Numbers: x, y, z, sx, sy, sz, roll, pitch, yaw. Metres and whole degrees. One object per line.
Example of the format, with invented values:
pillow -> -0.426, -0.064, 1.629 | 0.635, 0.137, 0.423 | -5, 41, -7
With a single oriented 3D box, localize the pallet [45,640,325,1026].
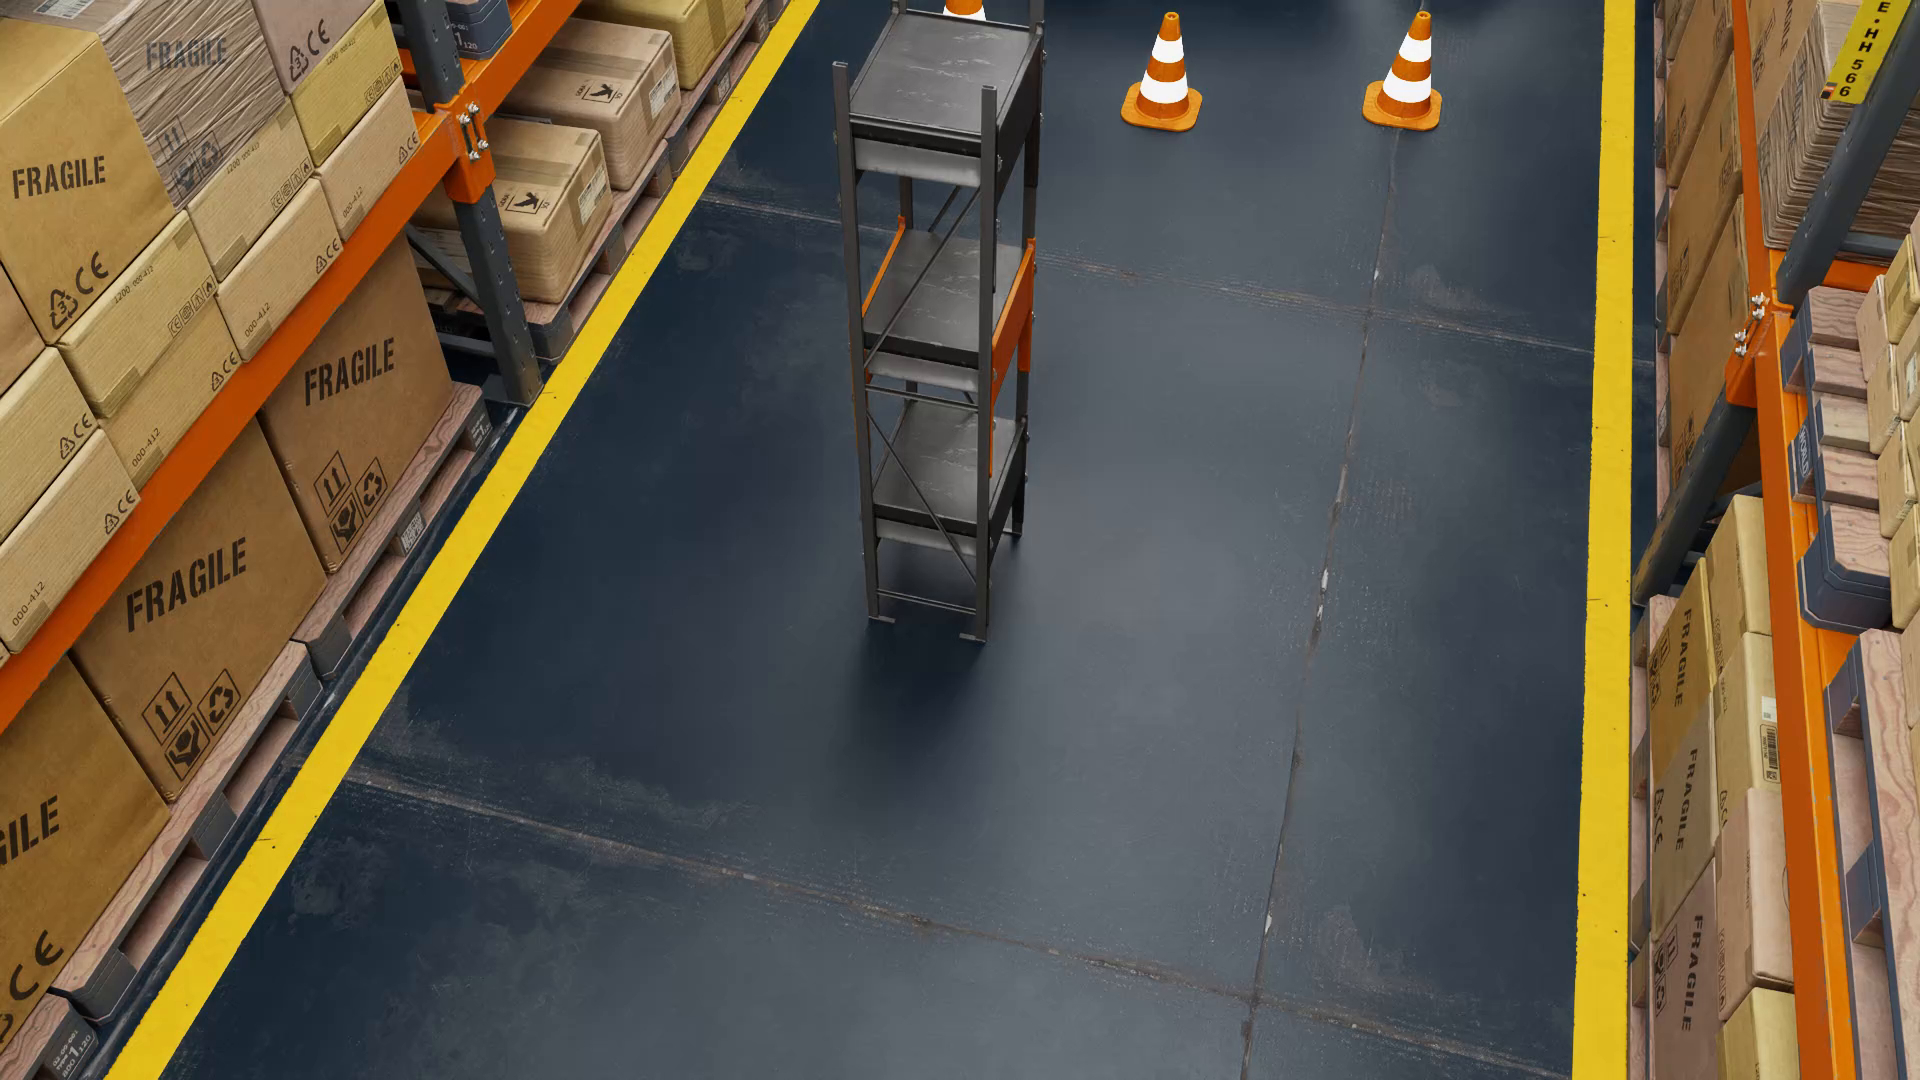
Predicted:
pallet -> -2.664, 0.738, 4.958 | 1.003, 0.211, 1.213 | 12, 50, 10

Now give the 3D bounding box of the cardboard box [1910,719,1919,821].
cardboard box -> 2.082, 0.471, 3.221 | 0.380, 0.149, 0.250 | 12, 50, 11

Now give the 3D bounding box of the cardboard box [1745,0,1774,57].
cardboard box -> 2.865, -1.850, 5.316 | 0.500, 0.500, 0.500 | 11, 49, 9

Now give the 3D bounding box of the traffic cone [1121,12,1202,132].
traffic cone -> 0.905, -2.094, 7.289 | 0.336, 0.463, 0.334 | 12, 50, 10

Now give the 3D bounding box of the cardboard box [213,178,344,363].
cardboard box -> -2.063, -0.781, 4.539 | 0.500, 0.250, 0.500 | 12, 50, 11

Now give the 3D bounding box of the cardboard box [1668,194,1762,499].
cardboard box -> 2.988, -0.534, 5.441 | 1.050, 0.750, 0.750 | 11, 49, 10

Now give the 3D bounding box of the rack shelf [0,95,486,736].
rack shelf -> -2.587, 0.064, 4.172 | 1.077, 0.370, 4.000 | 12, 50, 10

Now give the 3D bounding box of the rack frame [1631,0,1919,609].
rack frame -> 2.741, -0.716, 4.382 | 1.000, 3.000, 0.127 | 12, 50, 10

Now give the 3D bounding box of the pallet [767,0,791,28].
pallet -> -1.212, -3.027, 8.281 | 1.003, 0.211, 1.213 | 12, 50, 10

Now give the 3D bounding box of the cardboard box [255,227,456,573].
cardboard box -> -2.323, -0.573, 5.392 | 0.875, 0.875, 0.875 | 11, 50, 10

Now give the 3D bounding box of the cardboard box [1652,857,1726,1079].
cardboard box -> 2.049, 1.170, 4.104 | 0.500, 0.500, 0.500 | 10, 49, 9

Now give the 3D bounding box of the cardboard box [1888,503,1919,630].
cardboard box -> 2.218, 0.096, 3.552 | 0.380, 0.149, 0.250 | 14, 50, 12

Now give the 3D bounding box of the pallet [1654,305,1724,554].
pallet -> 3.021, -0.349, 5.917 | 1.003, 0.211, 1.213 | 12, 50, 10

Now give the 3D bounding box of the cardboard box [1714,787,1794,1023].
cardboard box -> 2.050, 0.897, 3.845 | 0.500, 0.250, 0.500 | 12, 50, 10

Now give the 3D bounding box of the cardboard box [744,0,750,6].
cardboard box -> -1.330, -2.882, 7.766 | 0.950, 0.372, 0.625 | 14, 50, 12

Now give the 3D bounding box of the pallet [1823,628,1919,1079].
pallet -> 2.260, 0.787, 3.183 | 1.003, 0.211, 1.213 | 12, 50, 10

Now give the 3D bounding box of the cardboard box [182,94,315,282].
cardboard box -> -2.075, -0.964, 4.367 | 0.500, 0.250, 0.500 | 10, 49, 9

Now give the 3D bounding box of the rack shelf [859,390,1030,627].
rack shelf -> -0.044, -0.103, 5.392 | 0.431, 0.518, 0.480 | 12, 50, 10

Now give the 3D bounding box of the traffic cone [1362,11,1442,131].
traffic cone -> 1.984, -2.098, 7.293 | 0.336, 0.463, 0.334 | 12, 50, 10

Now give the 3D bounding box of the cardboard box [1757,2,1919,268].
cardboard box -> 2.601, -1.128, 4.679 | 0.500, 0.500, 0.500 | 12, 50, 10

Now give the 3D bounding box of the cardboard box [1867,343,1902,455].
cardboard box -> 2.358, -0.294, 3.897 | 0.380, 0.149, 0.250 | 14, 50, 12

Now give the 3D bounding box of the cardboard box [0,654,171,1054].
cardboard box -> -2.797, 0.718, 4.253 | 0.875, 0.875, 0.875 | 13, 50, 11

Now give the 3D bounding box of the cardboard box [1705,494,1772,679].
cardboard box -> 2.326, 0.175, 4.482 | 0.500, 0.250, 0.500 | 10, 49, 8

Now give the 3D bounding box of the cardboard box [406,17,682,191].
cardboard box -> -1.716, -1.832, 6.838 | 0.950, 0.372, 0.625 | 11, 49, 9

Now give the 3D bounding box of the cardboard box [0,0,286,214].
cardboard box -> -2.072, -1.186, 4.062 | 0.500, 0.500, 0.500 | 12, 50, 11

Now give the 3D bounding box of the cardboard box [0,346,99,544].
cardboard box -> -2.326, -0.214, 3.705 | 0.500, 0.250, 0.500 | 10, 49, 9

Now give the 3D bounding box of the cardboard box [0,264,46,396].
cardboard box -> -2.349, -0.463, 3.425 | 0.500, 0.500, 0.500 | 11, 49, 9

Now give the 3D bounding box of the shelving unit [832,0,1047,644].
shelving unit -> -0.044, -0.575, 4.857 | 0.431, 2.100, 0.503 | 12, 50, 10

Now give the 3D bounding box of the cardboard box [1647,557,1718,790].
cardboard box -> 2.309, 0.433, 4.754 | 0.500, 0.500, 0.500 | 10, 49, 8

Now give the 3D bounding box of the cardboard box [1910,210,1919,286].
cardboard box -> 2.432, -0.670, 3.831 | 0.380, 0.149, 0.250 | 12, 50, 10

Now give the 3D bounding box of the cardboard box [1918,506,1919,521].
cardboard box -> 2.218, 0.012, 3.428 | 0.380, 0.149, 0.250 | 12, 50, 10

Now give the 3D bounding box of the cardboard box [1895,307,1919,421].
cardboard box -> 2.351, -0.364, 3.760 | 0.380, 0.149, 0.250 | 14, 50, 12

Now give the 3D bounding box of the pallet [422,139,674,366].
pallet -> -1.854, -1.262, 6.723 | 1.003, 0.211, 1.213 | 12, 50, 10

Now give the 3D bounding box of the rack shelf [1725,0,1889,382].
rack shelf -> 3.268, -1.925, 5.928 | 1.077, 0.370, 4.000 | 12, 50, 10

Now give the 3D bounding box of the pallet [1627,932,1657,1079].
pallet -> 2.211, 1.651, 4.152 | 1.003, 0.211, 1.213 | 12, 50, 10

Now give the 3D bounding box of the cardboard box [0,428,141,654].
cardboard box -> -2.318, -0.045, 3.889 | 0.500, 0.250, 0.500 | 11, 49, 9

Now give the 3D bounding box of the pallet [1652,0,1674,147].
pallet -> 3.664, -2.114, 7.475 | 1.003, 0.211, 1.213 | 12, 50, 10

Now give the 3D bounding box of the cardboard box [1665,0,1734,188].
cardboard box -> 3.460, -1.841, 6.594 | 1.050, 0.750, 0.750 | 12, 50, 10

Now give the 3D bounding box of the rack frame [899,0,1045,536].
rack frame -> 0.021, -0.752, 5.013 | 0.400, 2.100, 0.015 | 12, 50, 10
